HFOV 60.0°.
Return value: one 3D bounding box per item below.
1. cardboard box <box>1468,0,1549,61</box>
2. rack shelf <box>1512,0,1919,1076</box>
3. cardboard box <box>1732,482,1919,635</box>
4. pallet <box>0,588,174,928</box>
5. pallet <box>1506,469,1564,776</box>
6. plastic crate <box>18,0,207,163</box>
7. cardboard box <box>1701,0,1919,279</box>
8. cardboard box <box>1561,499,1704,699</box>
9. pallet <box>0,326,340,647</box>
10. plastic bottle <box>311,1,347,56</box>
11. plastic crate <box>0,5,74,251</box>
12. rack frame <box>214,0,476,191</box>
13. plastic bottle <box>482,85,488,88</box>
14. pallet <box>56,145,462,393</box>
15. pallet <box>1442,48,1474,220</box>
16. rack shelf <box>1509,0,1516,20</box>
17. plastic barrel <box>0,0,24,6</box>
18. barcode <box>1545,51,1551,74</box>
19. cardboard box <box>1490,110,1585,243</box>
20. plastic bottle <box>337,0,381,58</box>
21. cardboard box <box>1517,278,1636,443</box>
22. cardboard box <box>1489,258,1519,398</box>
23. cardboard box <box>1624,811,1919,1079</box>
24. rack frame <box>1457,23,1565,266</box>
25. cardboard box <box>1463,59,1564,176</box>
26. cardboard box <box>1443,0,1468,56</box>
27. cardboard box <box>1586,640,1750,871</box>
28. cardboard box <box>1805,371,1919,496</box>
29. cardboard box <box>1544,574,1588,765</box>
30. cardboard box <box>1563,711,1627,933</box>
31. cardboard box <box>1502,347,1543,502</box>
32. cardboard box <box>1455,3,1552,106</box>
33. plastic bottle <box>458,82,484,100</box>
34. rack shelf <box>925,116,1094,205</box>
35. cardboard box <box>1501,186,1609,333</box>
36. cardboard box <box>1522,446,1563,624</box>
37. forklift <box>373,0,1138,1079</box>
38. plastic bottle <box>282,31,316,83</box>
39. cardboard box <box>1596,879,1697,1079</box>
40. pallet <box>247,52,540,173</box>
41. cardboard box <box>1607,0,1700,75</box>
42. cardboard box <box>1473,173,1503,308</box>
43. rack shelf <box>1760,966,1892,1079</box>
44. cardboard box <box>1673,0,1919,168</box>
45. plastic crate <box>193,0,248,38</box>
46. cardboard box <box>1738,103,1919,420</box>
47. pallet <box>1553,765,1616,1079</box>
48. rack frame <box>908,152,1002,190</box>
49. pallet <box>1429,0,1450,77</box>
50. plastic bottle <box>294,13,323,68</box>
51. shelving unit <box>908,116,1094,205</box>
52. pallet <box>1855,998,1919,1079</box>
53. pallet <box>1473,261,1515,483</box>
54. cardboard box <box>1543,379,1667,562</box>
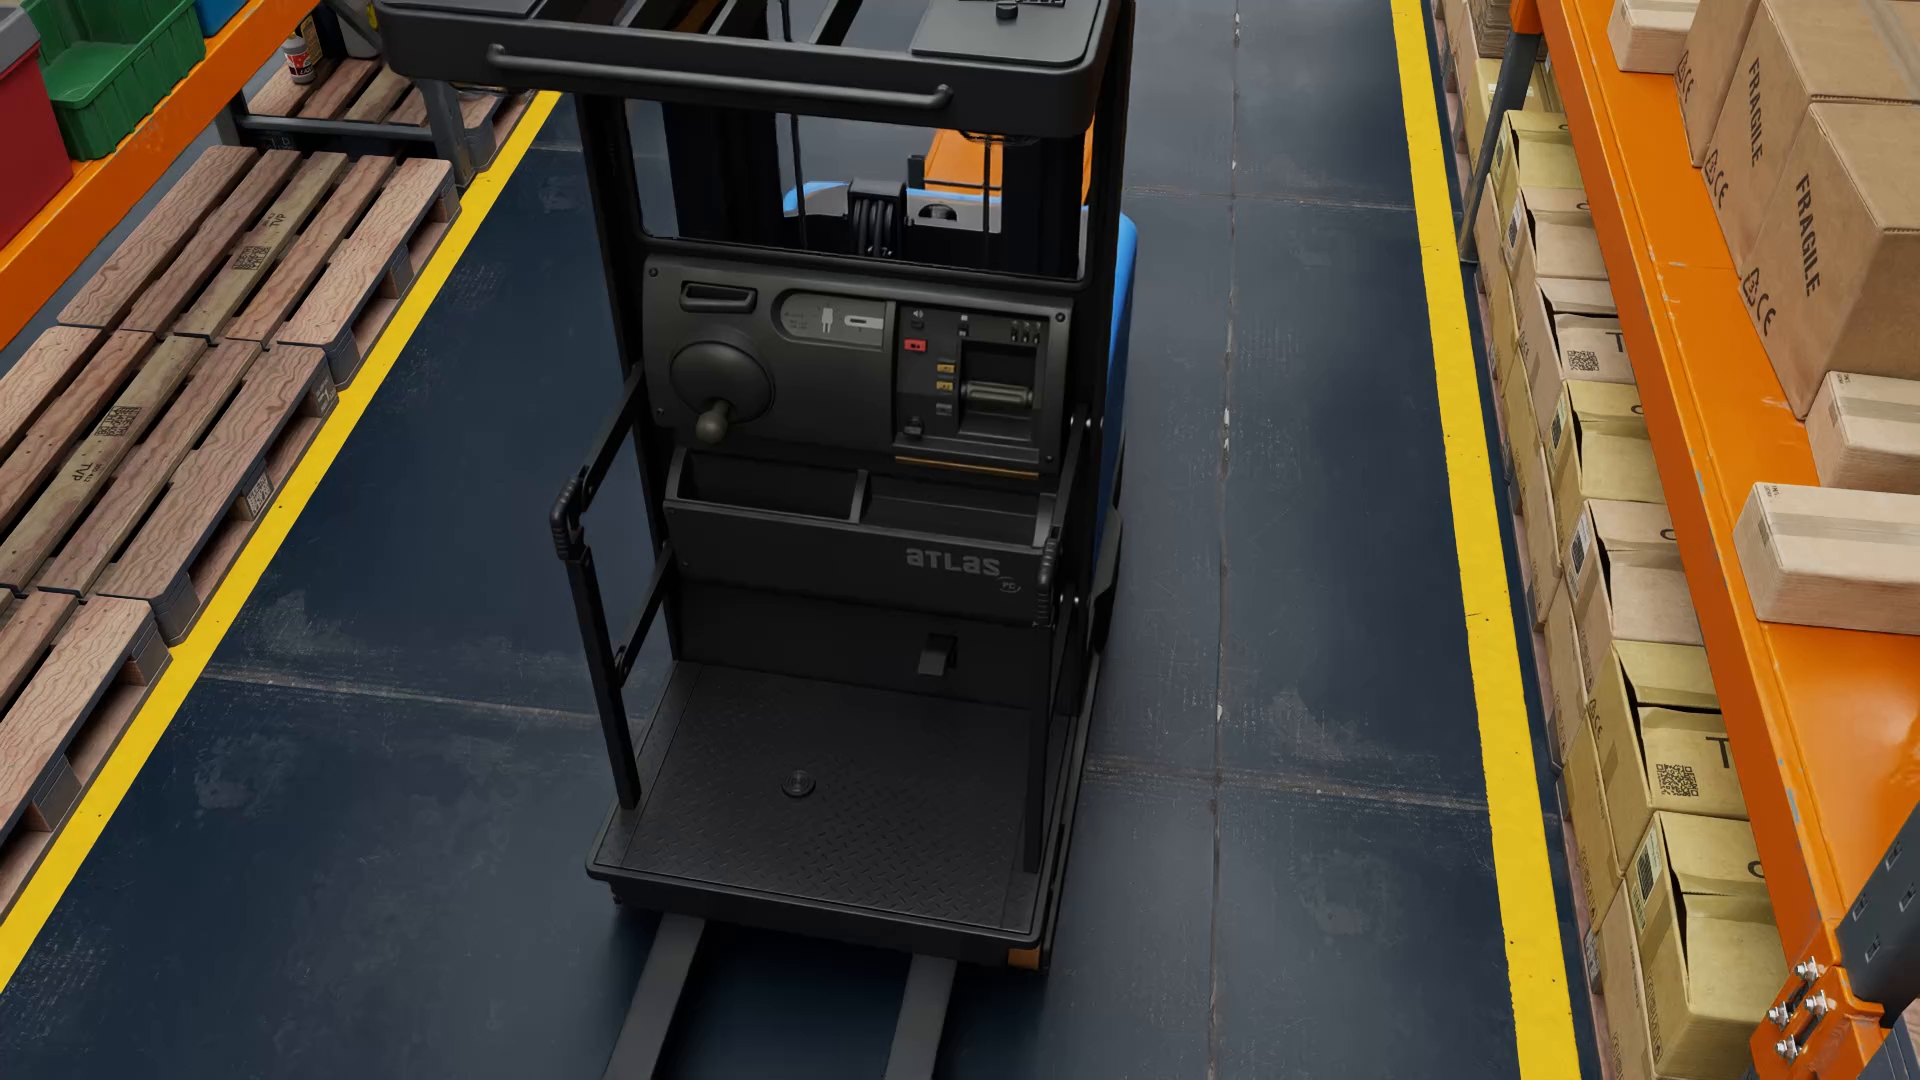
[{"bbox_3d":[2.339,-2.244,6.587,0.500,0.500,0.500,5,44,6],"label":"cardboard box"},{"bbox_3d":[2.152,-0.518,4.138,1.077,0.370,4.000,5,44,6],"label":"rack shelf"},{"bbox_3d":[1.733,0.037,3.212,0.380,0.149,0.250,5,44,6],"label":"cardboard box"},{"bbox_3d":[-2.881,0.619,4.442,1.003,0.211,1.213,5,44,6],"label":"pallet"},{"bbox_3d":[2.199,0.210,4.875,1.003,0.211,1.213,5,44,6],"label":"pallet"},{"bbox_3d":[-2.443,-1.305,4.601,0.450,0.188,0.662,5,44,6],"label":"plastic crate"},{"bbox_3d":[2.163,-0.956,4.005,0.500,0.500,0.500,5,44,6],"label":"cardboard box"},{"bbox_3d":[1.845,0.148,4.198,0.500,0.311,0.500,5,44,5],"label":"cardboard box"},{"bbox_3d":[-2.717,-0.210,5.318,1.003,0.211,1.213,5,44,6],"label":"pallet"},{"bbox_3d":[-2.693,-2.258,7.060,0.144,0.351,0.185,4,44,4],"label":"plastic bottle"},{"bbox_3d":[-2.505,-0.966,4.041,0.402,0.464,0.583,5,44,6],"label":"plastic crate"},{"bbox_3d":[-2.493,-2.595,5.809,1.000,3.000,0.127,5,44,6],"label":"rack frame"},{"bbox_3d":[-2.003,-1.985,6.880,0.097,0.201,0.097,0,43,0],"label":"plastic bottle"},{"bbox_3d":[-2.558,-1.044,6.199,1.003,0.211,1.213,5,44,6],"label":"pallet"},{"bbox_3d":[2.563,-1.668,6.858,1.003,0.211,1.213,5,44,6],"label":"pallet"},{"bbox_3d":[2.681,-3.244,7.017,1.077,0.370,4.000,5,44,6],"label":"rack shelf"},{"bbox_3d":[-2.820,-1.657,4.918,0.301,0.262,0.301,0,43,0],"label":"plastic barrel"},{"bbox_3d":[1.970,-1.607,5.565,0.001,0.075,0.075,5,44,6],"label":"barcode"},{"bbox_3d":[2.115,-1.241,5.665,0.500,0.311,0.500,5,44,6],"label":"cardboard box"},{"bbox_3d":[-2.551,-2.245,7.046,0.144,0.351,0.185,5,44,6],"label":"plastic bottle"},{"bbox_3d":[1.976,-0.547,4.933,0.500,0.311,0.500,4,44,4],"label":"cardboard box"},{"bbox_3d":[2.049,-0.696,5.497,0.500,0.250,0.500,6,44,7],"label":"cardboard box"},{"bbox_3d":[1.713,0.847,3.460,0.500,0.311,0.500,6,44,7],"label":"cardboard box"},{"bbox_3d":[2.416,-2.142,5.331,1.000,3.000,0.127,5,44,6],"label":"rack frame"},{"bbox_3d":[2.261,-1.632,6.486,0.500,0.250,0.500,5,44,6],"label":"cardboard box"},{"bbox_3d":[2.389,-2.314,7.207,0.500,0.250,0.500,5,44,6],"label":"cardboard box"},{"bbox_3d":[1.775,0.492,3.835,0.500,0.311,0.500,5,44,5],"label":"cardboard box"},{"bbox_3d":[2.000,-0.199,3.461,0.380,0.149,0.250,8,44,9],"label":"cardboard box"},{"bbox_3d":[1.850,0.355,4.388,0.500,0.250,0.500,6,44,6],"label":"cardboard box"},{"bbox_3d":[1.780,0.698,4.026,0.500,0.250,0.500,5,44,5],"label":"cardboard box"},{"bbox_3d":[1.983,-0.342,5.124,0.500,0.250,0.500,4,44,4],"label":"cardboard box"},{"bbox_3d":[2.337,-1.972,6.845,0.500,0.250,0.500,5,44,6],"label":"cardboard box"},{"bbox_3d":[-2.016,-1.941,6.783,0.097,0.271,0.097,0,43,0],"label":"plastic bottle"},{"bbox_3d":[0.194,-1.225,5.300,0.538,0.278,1.000,7,44,8],"label":"rack shelf"},{"bbox_3d":[2.044,-0.900,5.305,0.500,0.311,0.500,5,44,5],"label":"cardboard box"},{"bbox_3d":[1.915,0.004,4.758,0.500,0.250,0.500,6,44,6],"label":"cardboard box"},{"bbox_3d":[-0.267,-0.283,3.417,1.130,2.935,3.031,7,44,8],"label":"forklift"},{"bbox_3d":[-2.754,-2.014,6.911,0.097,0.201,0.097,0,43,0],"label":"plastic bottle"},{"bbox_3d":[1.715,1.049,3.655,0.500,0.250,0.500,6,44,7],"label":"cardboard box"},{"bbox_3d":[-2.363,-2.036,7.247,1.003,0.211,1.213,5,44,6],"label":"pallet"},{"bbox_3d":[2.097,-1.466,4.799,0.380,0.149,0.250,5,44,6],"label":"cardboard box"},{"bbox_3d":[2.118,-1.044,5.865,0.500,0.250,0.500,4,44,5],"label":"cardboard box"},{"bbox_3d":[1.623,2.208,1.259,1.077,0.370,4.000,5,44,6],"label":"rack shelf"},{"bbox_3d":[2.229,-1.297,4.366,0.500,0.500,0.500,8,44,9],"label":"cardboard box"},{"bbox_3d":[-2.330,-1.809,4.990,0.392,0.384,0.575,5,44,6],"label":"plastic crate"},{"bbox_3d":[2.093,-0.597,3.626,0.500,0.500,0.500,3,44,3],"label":"cardboard box"},{"bbox_3d":[2.035,1.039,3.999,1.003,0.211,1.213,5,44,6],"label":"pallet"},{"bbox_3d":[0.099,-0.669,5.139,0.500,1.125,0.032,7,44,8],"label":"rack frame"},{"bbox_3d":[2.722,-2.502,7.738,1.003,0.211,1.213,5,44,6],"label":"pallet"},{"bbox_3d":[-2.756,-2.126,6.969,0.061,0.283,0.133,7,44,8],"label":"plastic bottle"},{"bbox_3d":[0.194,-1.013,5.501,0.538,1.125,1.048,7,44,8],"label":"shelving unit"},{"bbox_3d":[1.868,1.122,2.023,1.213,0.211,1.003,5,44,6],"label":"pallet"},{"bbox_3d":[2.358,-0.624,5.755,1.003,0.211,1.213,5,44,6],"label":"pallet"},{"bbox_3d":[1.913,-0.193,4.559,0.500,0.311,0.500,6,44,7],"label":"cardboard box"}]
